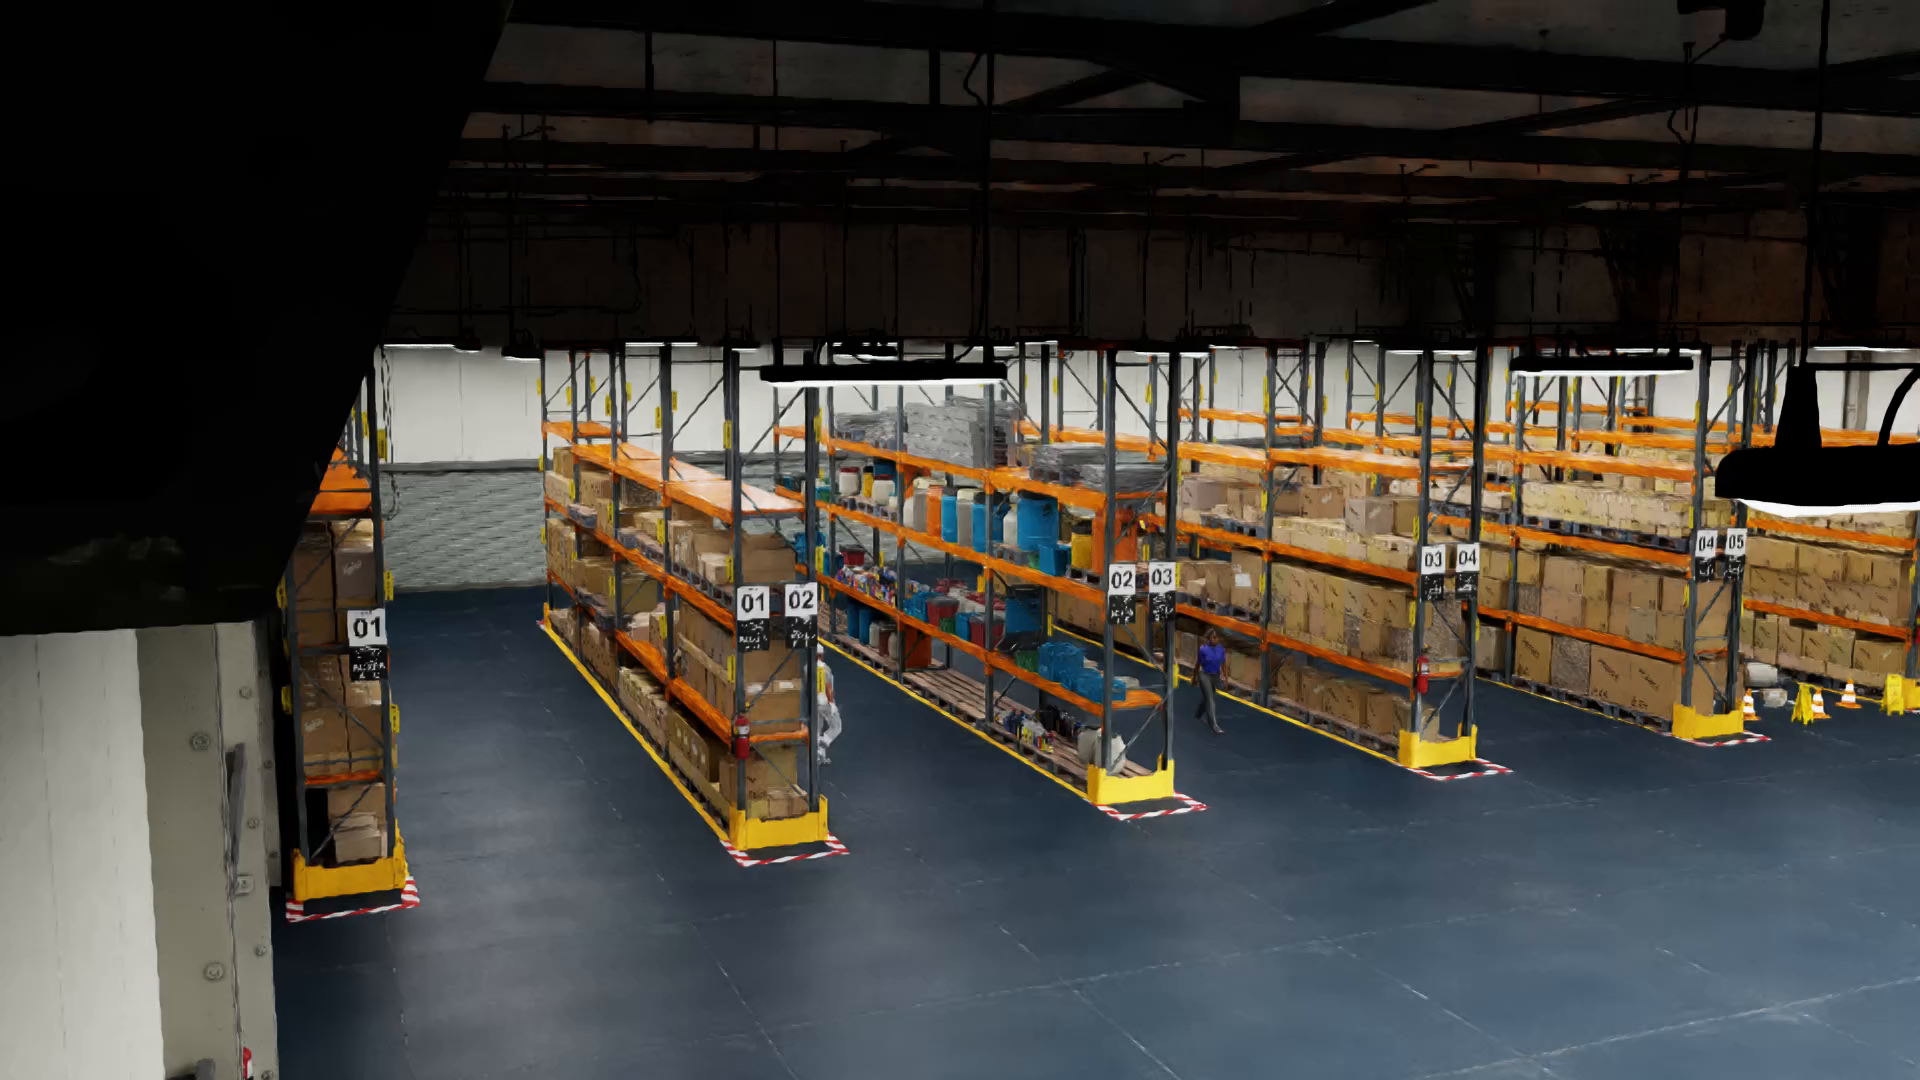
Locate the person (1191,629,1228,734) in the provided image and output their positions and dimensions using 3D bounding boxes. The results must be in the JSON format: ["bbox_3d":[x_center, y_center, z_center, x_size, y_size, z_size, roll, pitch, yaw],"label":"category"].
[{"bbox_3d":[3.925,2.165,25.959,0.461,1.596,0.999,-3,8,-23],"label":"person"}]

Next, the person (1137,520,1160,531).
[{"bbox_3d":[4.737,0.042,41.725,0.613,1.756,0.581,2,8,15],"label":"person"}]

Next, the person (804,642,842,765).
[{"bbox_3d":[-2.006,2.351,23.840,0.598,1.786,0.444,7,10,42],"label":"person"}]
